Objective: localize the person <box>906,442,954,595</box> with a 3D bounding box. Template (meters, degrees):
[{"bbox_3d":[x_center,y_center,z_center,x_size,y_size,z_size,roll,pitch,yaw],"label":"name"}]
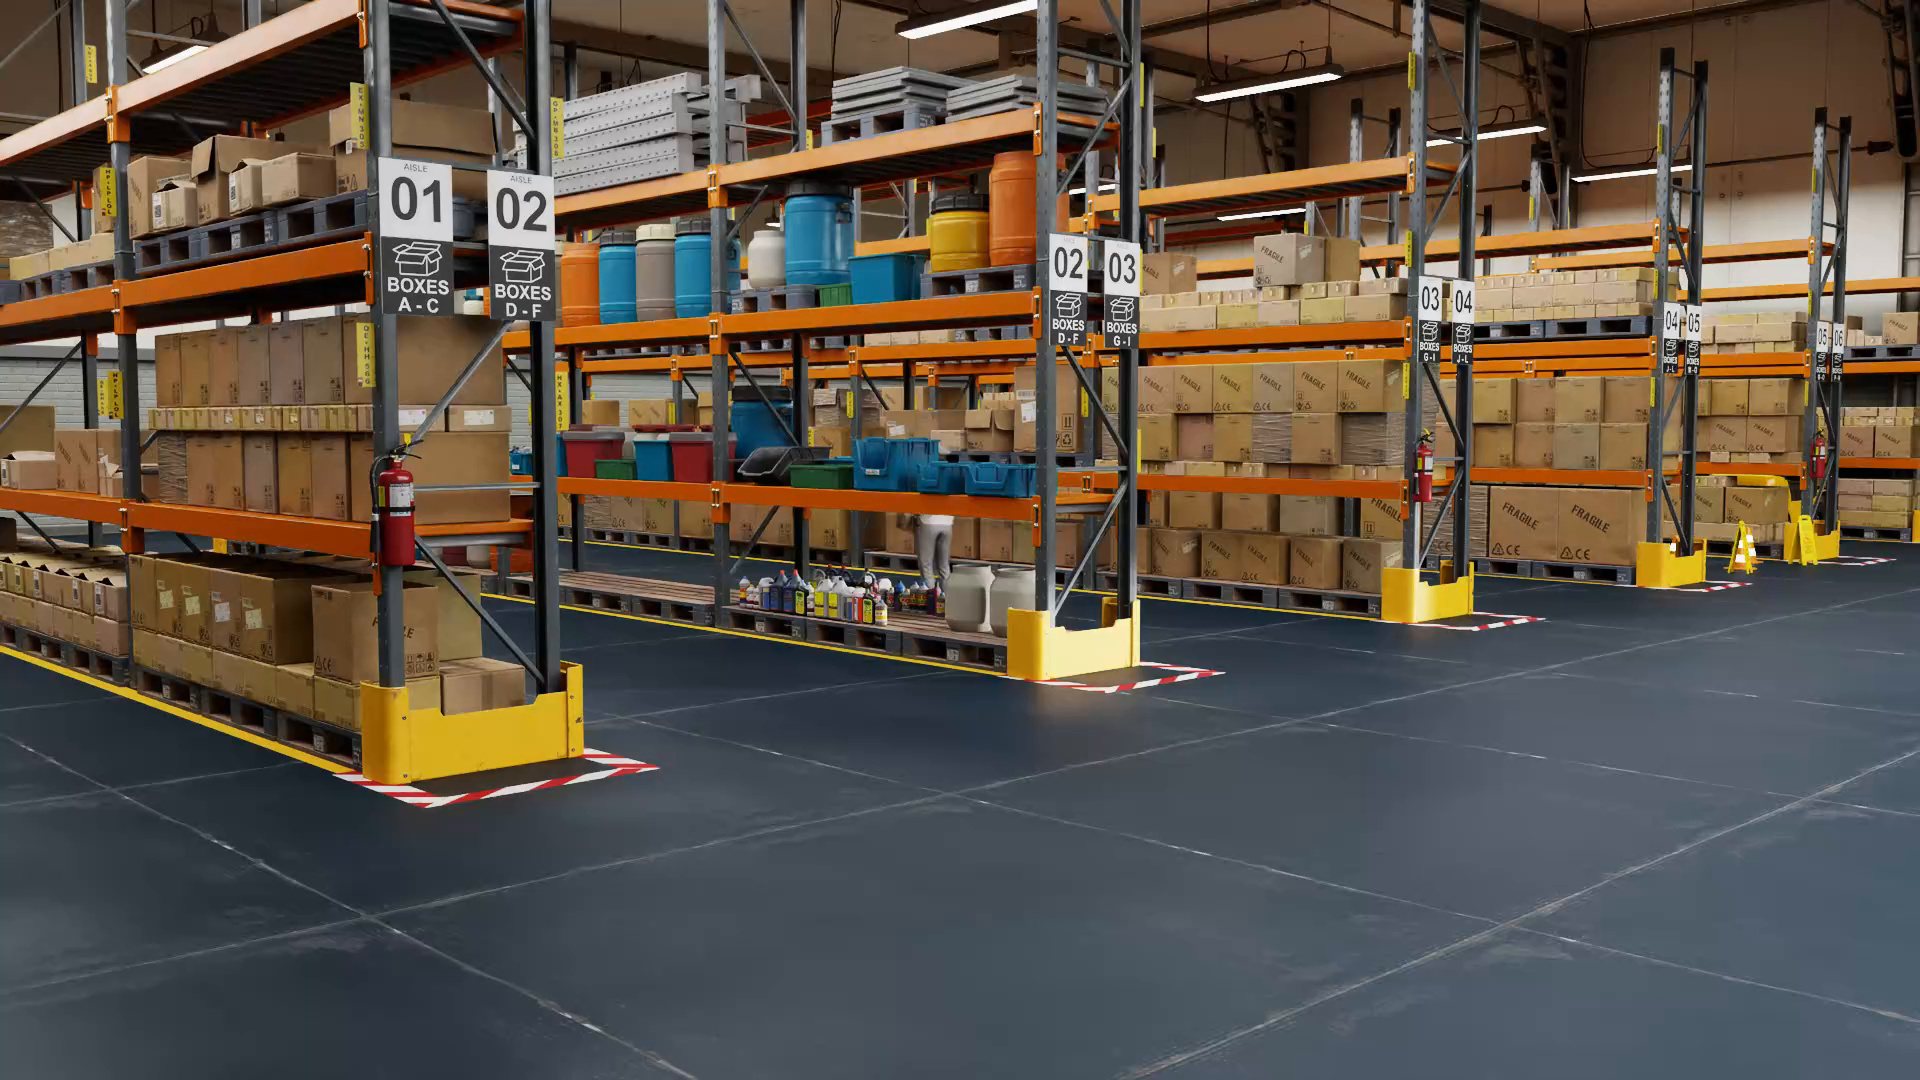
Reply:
[{"bbox_3d":[-0.281,-0.109,15.824,0.468,1.699,0.548,-2,5,-32],"label":"person"}]
